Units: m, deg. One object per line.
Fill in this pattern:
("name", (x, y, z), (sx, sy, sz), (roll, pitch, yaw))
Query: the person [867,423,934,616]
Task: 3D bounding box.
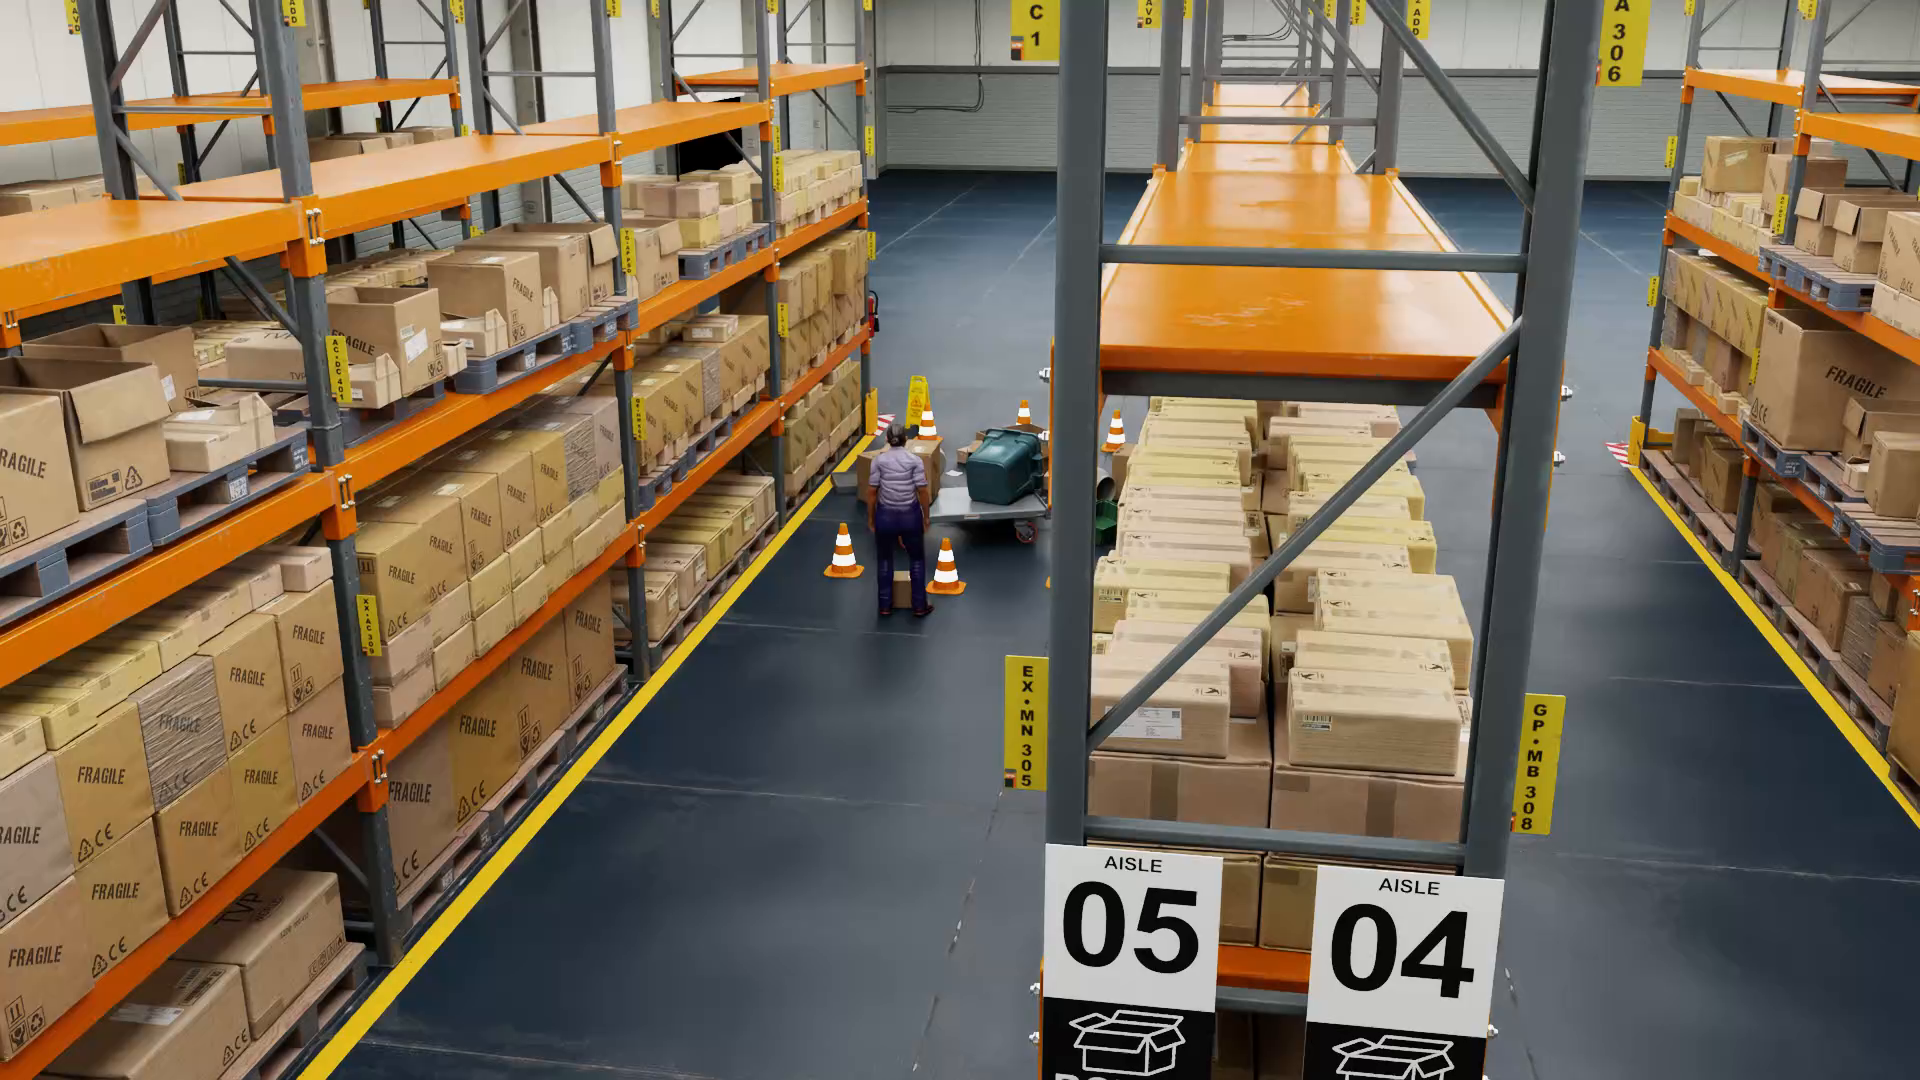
("person", (-0.505, -0.169, 14.023), (0.549, 1.651, 0.331), (1, 18, 4))
